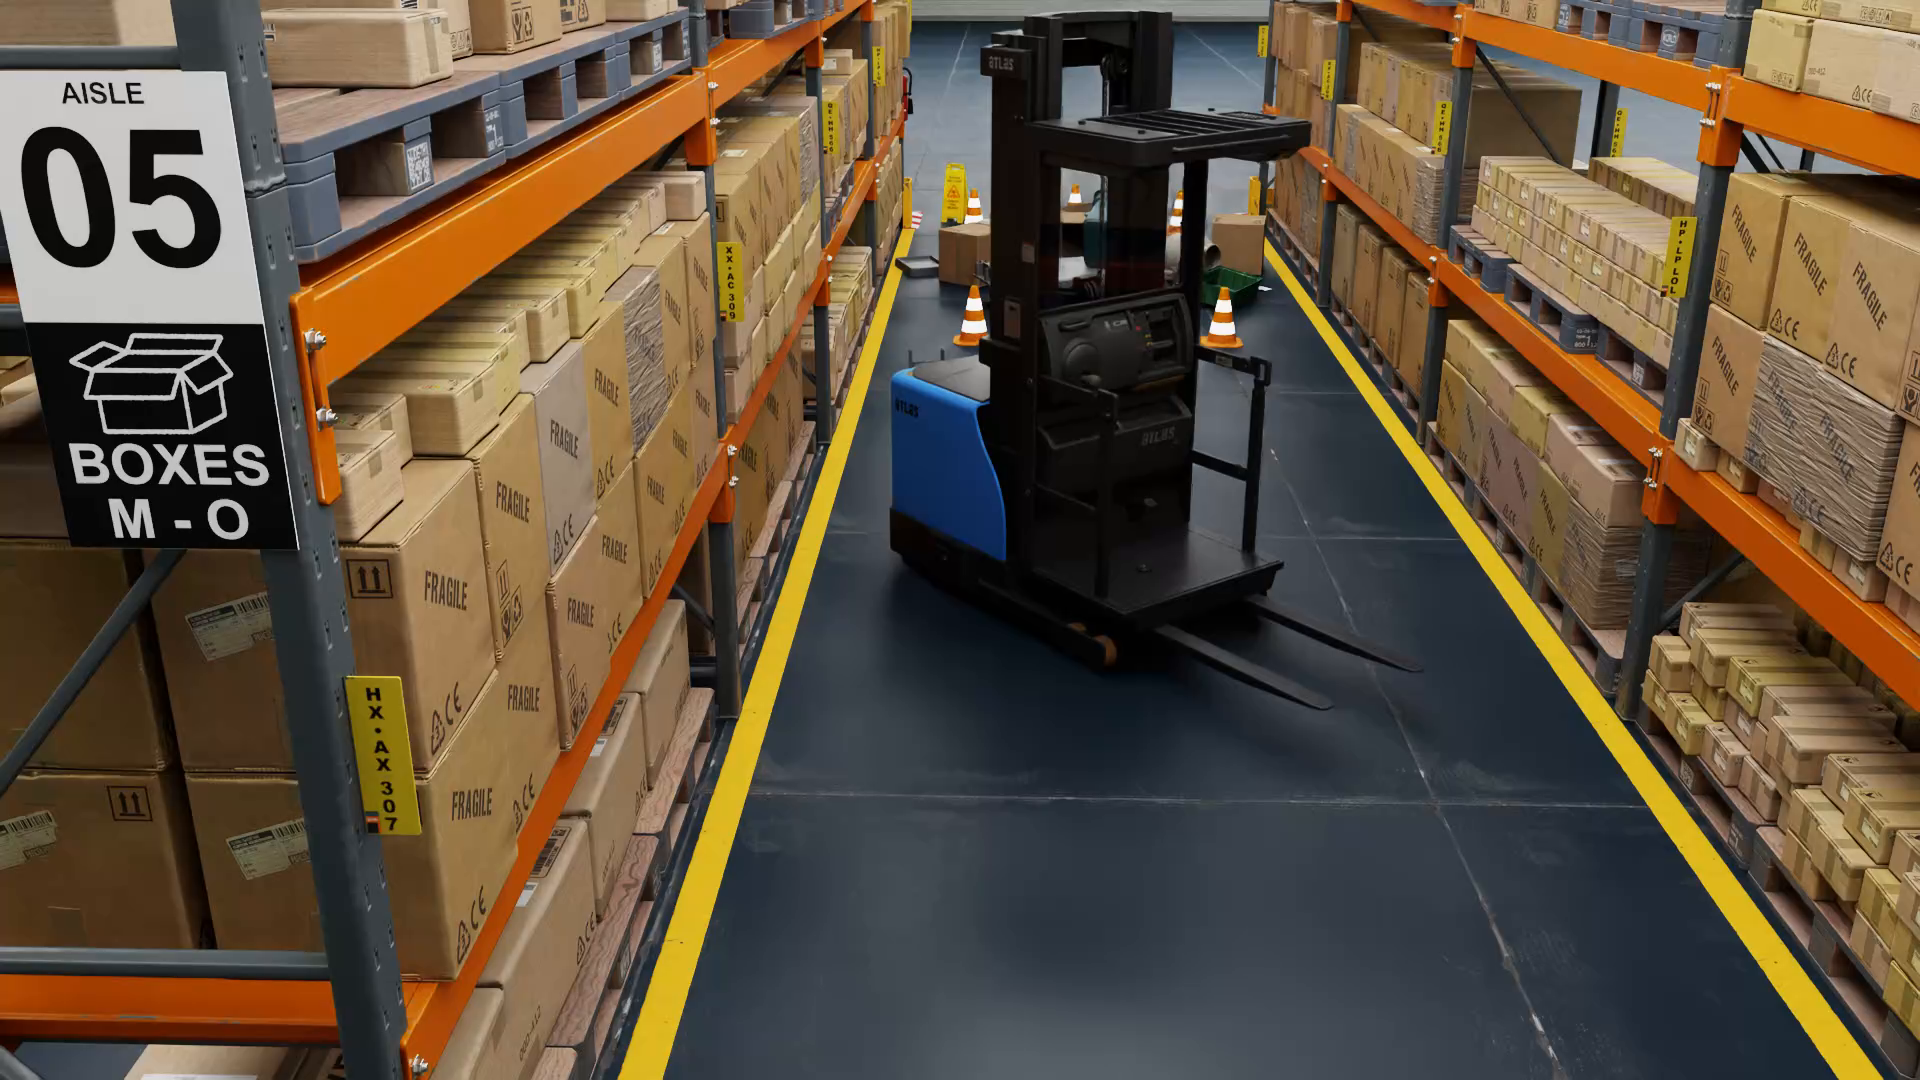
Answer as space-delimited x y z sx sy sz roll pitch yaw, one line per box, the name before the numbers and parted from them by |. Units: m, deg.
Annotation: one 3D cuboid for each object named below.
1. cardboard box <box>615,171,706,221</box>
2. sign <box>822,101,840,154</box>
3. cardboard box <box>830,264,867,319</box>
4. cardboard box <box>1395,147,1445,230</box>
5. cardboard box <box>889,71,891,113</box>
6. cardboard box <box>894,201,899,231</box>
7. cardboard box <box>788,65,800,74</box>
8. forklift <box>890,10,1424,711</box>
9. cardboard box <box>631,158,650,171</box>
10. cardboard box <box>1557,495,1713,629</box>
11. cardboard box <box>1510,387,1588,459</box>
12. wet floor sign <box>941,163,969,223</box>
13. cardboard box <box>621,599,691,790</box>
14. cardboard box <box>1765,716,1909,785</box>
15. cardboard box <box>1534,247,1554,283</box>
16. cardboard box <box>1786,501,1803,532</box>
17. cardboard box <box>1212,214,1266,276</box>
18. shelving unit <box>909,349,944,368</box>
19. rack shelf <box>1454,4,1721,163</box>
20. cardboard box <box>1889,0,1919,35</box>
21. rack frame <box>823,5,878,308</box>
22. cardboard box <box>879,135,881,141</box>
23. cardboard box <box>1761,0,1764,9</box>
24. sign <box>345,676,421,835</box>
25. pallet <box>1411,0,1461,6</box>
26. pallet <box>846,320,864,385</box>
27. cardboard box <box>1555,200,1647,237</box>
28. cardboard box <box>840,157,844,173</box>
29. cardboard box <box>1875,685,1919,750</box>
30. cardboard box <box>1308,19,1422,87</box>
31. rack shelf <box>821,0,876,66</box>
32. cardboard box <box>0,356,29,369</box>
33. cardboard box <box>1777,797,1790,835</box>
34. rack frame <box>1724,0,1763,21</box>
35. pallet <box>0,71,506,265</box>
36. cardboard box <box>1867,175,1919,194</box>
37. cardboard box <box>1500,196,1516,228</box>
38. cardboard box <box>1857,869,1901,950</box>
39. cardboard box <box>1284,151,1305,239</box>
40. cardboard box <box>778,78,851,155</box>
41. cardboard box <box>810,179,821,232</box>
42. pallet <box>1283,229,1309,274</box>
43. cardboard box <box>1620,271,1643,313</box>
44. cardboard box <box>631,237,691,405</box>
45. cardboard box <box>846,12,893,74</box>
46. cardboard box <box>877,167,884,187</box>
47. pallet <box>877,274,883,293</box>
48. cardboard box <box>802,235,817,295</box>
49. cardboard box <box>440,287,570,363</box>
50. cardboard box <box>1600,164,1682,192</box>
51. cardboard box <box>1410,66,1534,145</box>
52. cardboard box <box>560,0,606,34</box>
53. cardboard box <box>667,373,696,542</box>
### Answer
cardboard box | -1.181 -1.316 6.358 0.380 0.149 0.250 0 21 1
sign | -0.813 -2.597 10.475 0.100 0.325 0.005 1 21 2
cardboard box | -1.278 -2.030 13.665 0.950 0.372 0.625 2 21 5
cardboard box | 3.345 -2.437 11.525 0.500 0.500 0.500 1 21 2
cardboard box | -0.939 -4.396 16.162 0.500 0.500 0.500 1 21 2
cardboard box | -0.904 -3.386 17.330 0.500 0.250 0.500 1 21 2
cardboard box | -1.562 -3.542 13.381 0.500 0.500 0.500 1 21 2
forklift | 0.900 -0.948 7.919 1.130 2.935 3.031 -15 26 -34
cardboard box | -1.719 -1.480 7.677 0.500 0.500 0.500 1 21 3
cardboard box | 3.232 0.101 7.997 0.500 0.500 0.500 0 21 1
cardboard box | 3.262 -0.627 8.837 0.500 0.250 0.500 0 21 -1
wet floor sign | -0.049 -3.914 18.725 0.267 0.644 0.232 8 23 20
cardboard box | -1.616 0.608 6.776 0.875 0.438 0.875 0 21 1
cardboard box | 3.143 0.757 5.970 0.380 0.149 0.250 1 21 3
cardboard box | 3.329 -1.484 8.974 0.380 0.149 0.250 1 21 2
cardboard box | 3.222 -0.093 5.969 0.380 0.149 0.250 0 21 -1
cardboard box | 2.726 -2.899 16.306 0.500 0.500 0.500 4 22 11
shelving unit | -0.178 -0.541 9.472 0.215 1.050 0.252 -2 21 -6
rack shelf | 3.522 -2.384 8.375 1.077 0.370 4.000 1 21 2
cardboard box | 3.158 -1.627 4.944 0.500 0.250 0.500 1 21 3
rack frame | -1.246 -3.509 14.425 1.000 3.000 0.127 1 21 2
cardboard box | -0.940 -3.779 15.469 0.380 0.149 0.250 1 21 3
cardboard box | 3.583 -2.375 6.637 0.700 0.500 0.500 1 21 2
sign | -1.057 0.398 3.050 0.100 0.325 0.005 1 21 2
pallet | 3.549 -3.588 10.744 1.213 0.211 1.003 2 21 4
pallet | -1.303 -1.485 13.064 1.003 0.211 1.213 1 21 2
cardboard box | 3.325 -1.670 8.631 0.380 0.149 0.250 0 21 1
cardboard box | -1.075 -2.840 12.469 0.380 0.149 0.250 1 21 3
cardboard box | 3.656 0.665 6.206 0.380 0.149 0.250 1 21 3
cardboard box | 3.651 -4.397 15.015 0.875 0.550 0.550 1 21 2
rack shelf | -1.307 -3.849 12.149 1.077 0.370 4.000 1 21 2
cardboard box | -6.069 -1.168 10.371 0.380 0.149 0.250 0 21 -1
cardboard box | 3.234 1.040 6.063 0.380 0.149 0.250 0 21 -1
rack frame | 3.461 -3.395 5.839 1.000 3.000 0.127 1 21 2
pallet | -1.599 -0.795 3.408 1.003 0.211 1.213 1 21 2
cardboard box | 3.717 -1.077 6.225 0.500 0.500 0.500 0 21 0
cardboard box | 3.356 -1.895 9.621 0.380 0.149 0.250 0 21 0
cardboard box | 3.114 1.181 5.288 0.380 0.149 0.250 2 21 4
cardboard box | 3.847 -3.578 16.961 0.875 0.875 0.875 0 21 1
cardboard box | -1.082 -3.165 12.409 0.500 0.500 0.500 0 21 0
cardboard box | -1.129 -2.048 10.176 0.500 0.250 0.500 1 21 1
pallet | 3.840 -2.907 16.729 1.003 0.211 1.213 1 21 2
cardboard box | 3.293 -1.146 7.693 0.380 0.149 0.250 2 21 4
cardboard box | -1.252 -0.772 5.851 0.500 0.500 0.500 0 21 1
cardboard box | -0.979 -4.501 15.051 0.700 0.500 0.500 1 21 2
cardboard box | -0.895 -3.329 15.250 0.380 0.149 0.250 1 21 2
pallet | -1.261 -2.452 15.556 1.003 0.211 1.213 1 21 2
cardboard box | -1.124 -1.622 9.769 0.500 0.250 0.500 1 21 3
cardboard box | -1.270 -0.579 4.458 0.380 0.149 0.250 1 21 2
cardboard box | 4.016 -2.127 9.809 0.380 0.149 0.250 0 21 1
cardboard box | 3.634 -3.088 11.820 0.700 0.500 0.500 0 21 1
cardboard box | -1.499 -1.817 5.057 0.797 0.503 0.637 2 21 6
cardboard box | -1.258 -0.306 6.033 0.500 0.500 0.500 0 21 0
